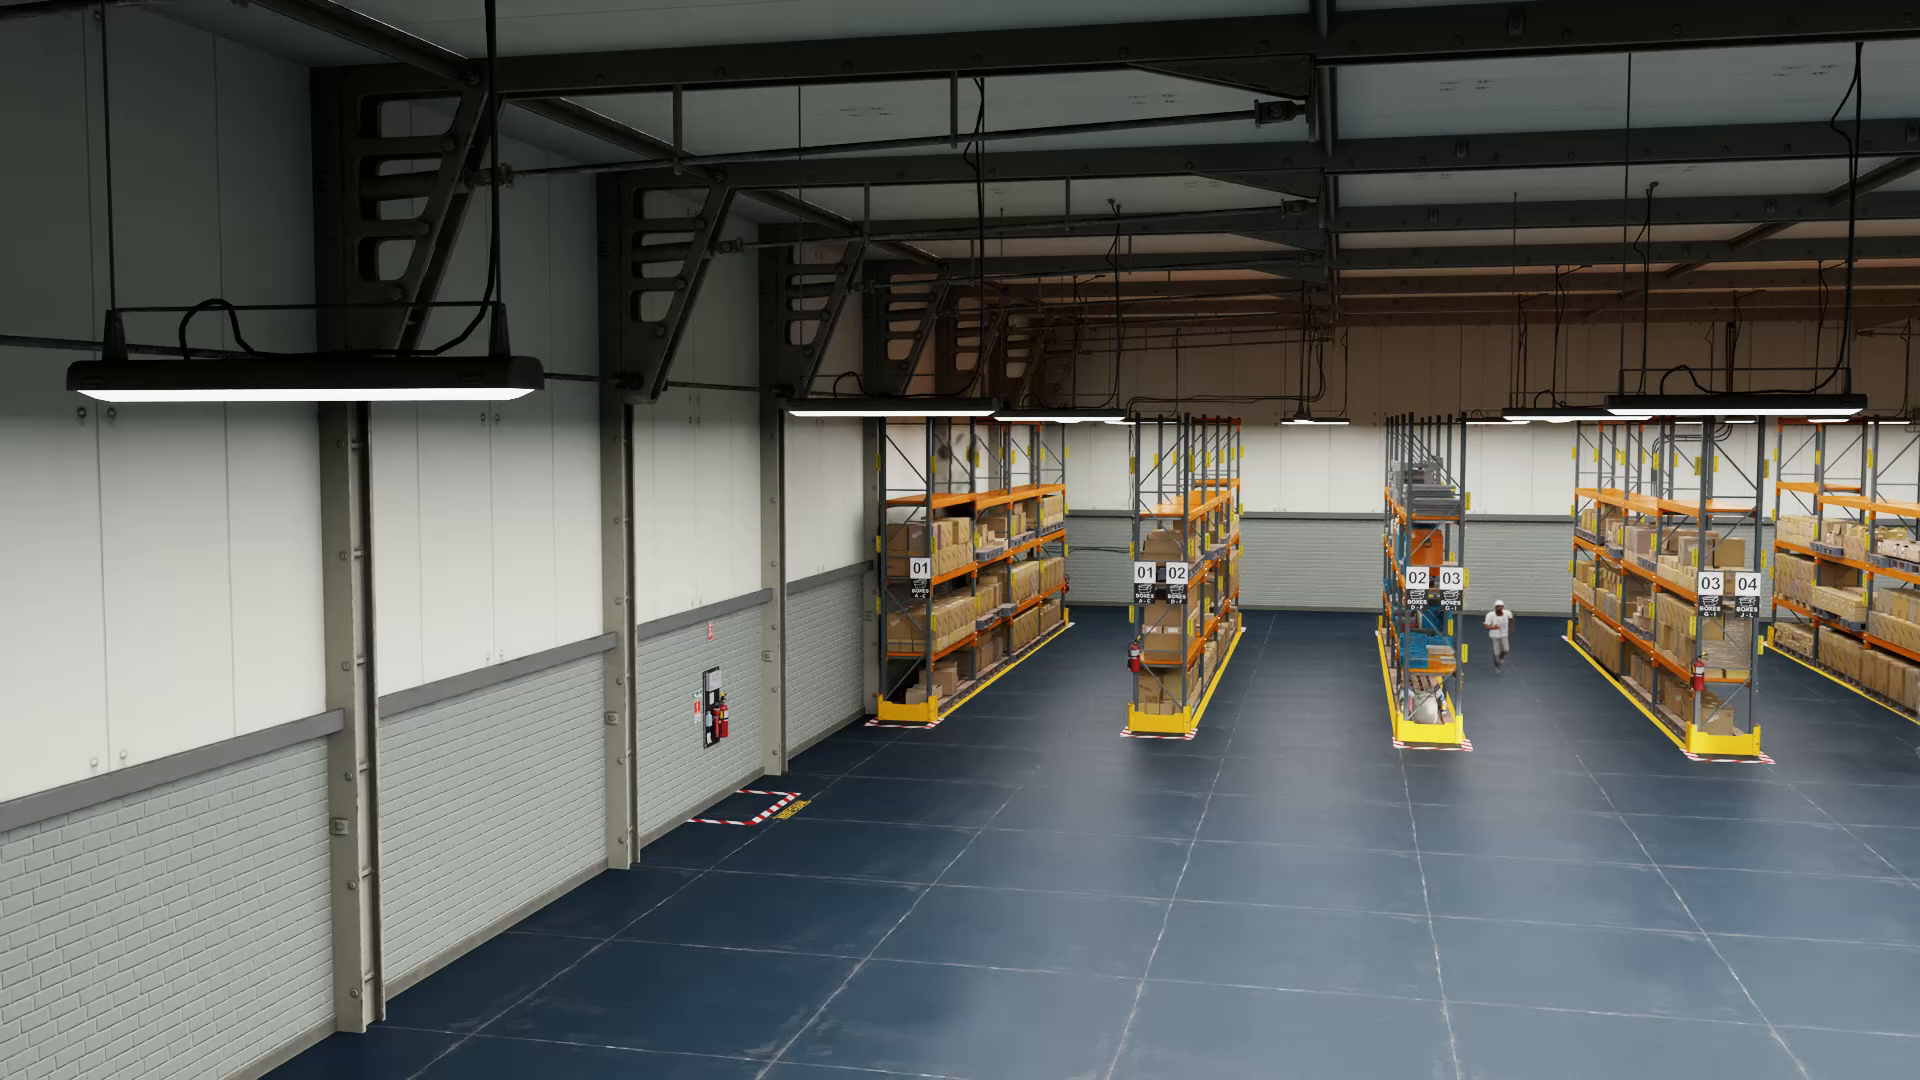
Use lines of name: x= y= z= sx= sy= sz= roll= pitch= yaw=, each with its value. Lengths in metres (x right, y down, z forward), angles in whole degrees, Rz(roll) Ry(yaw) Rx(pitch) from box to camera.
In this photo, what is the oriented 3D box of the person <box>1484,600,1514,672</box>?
person: x=12.523 y=2.244 z=38.543 sx=0.745 sy=1.705 sz=0.733 roll=0 pitch=4 yaw=3
